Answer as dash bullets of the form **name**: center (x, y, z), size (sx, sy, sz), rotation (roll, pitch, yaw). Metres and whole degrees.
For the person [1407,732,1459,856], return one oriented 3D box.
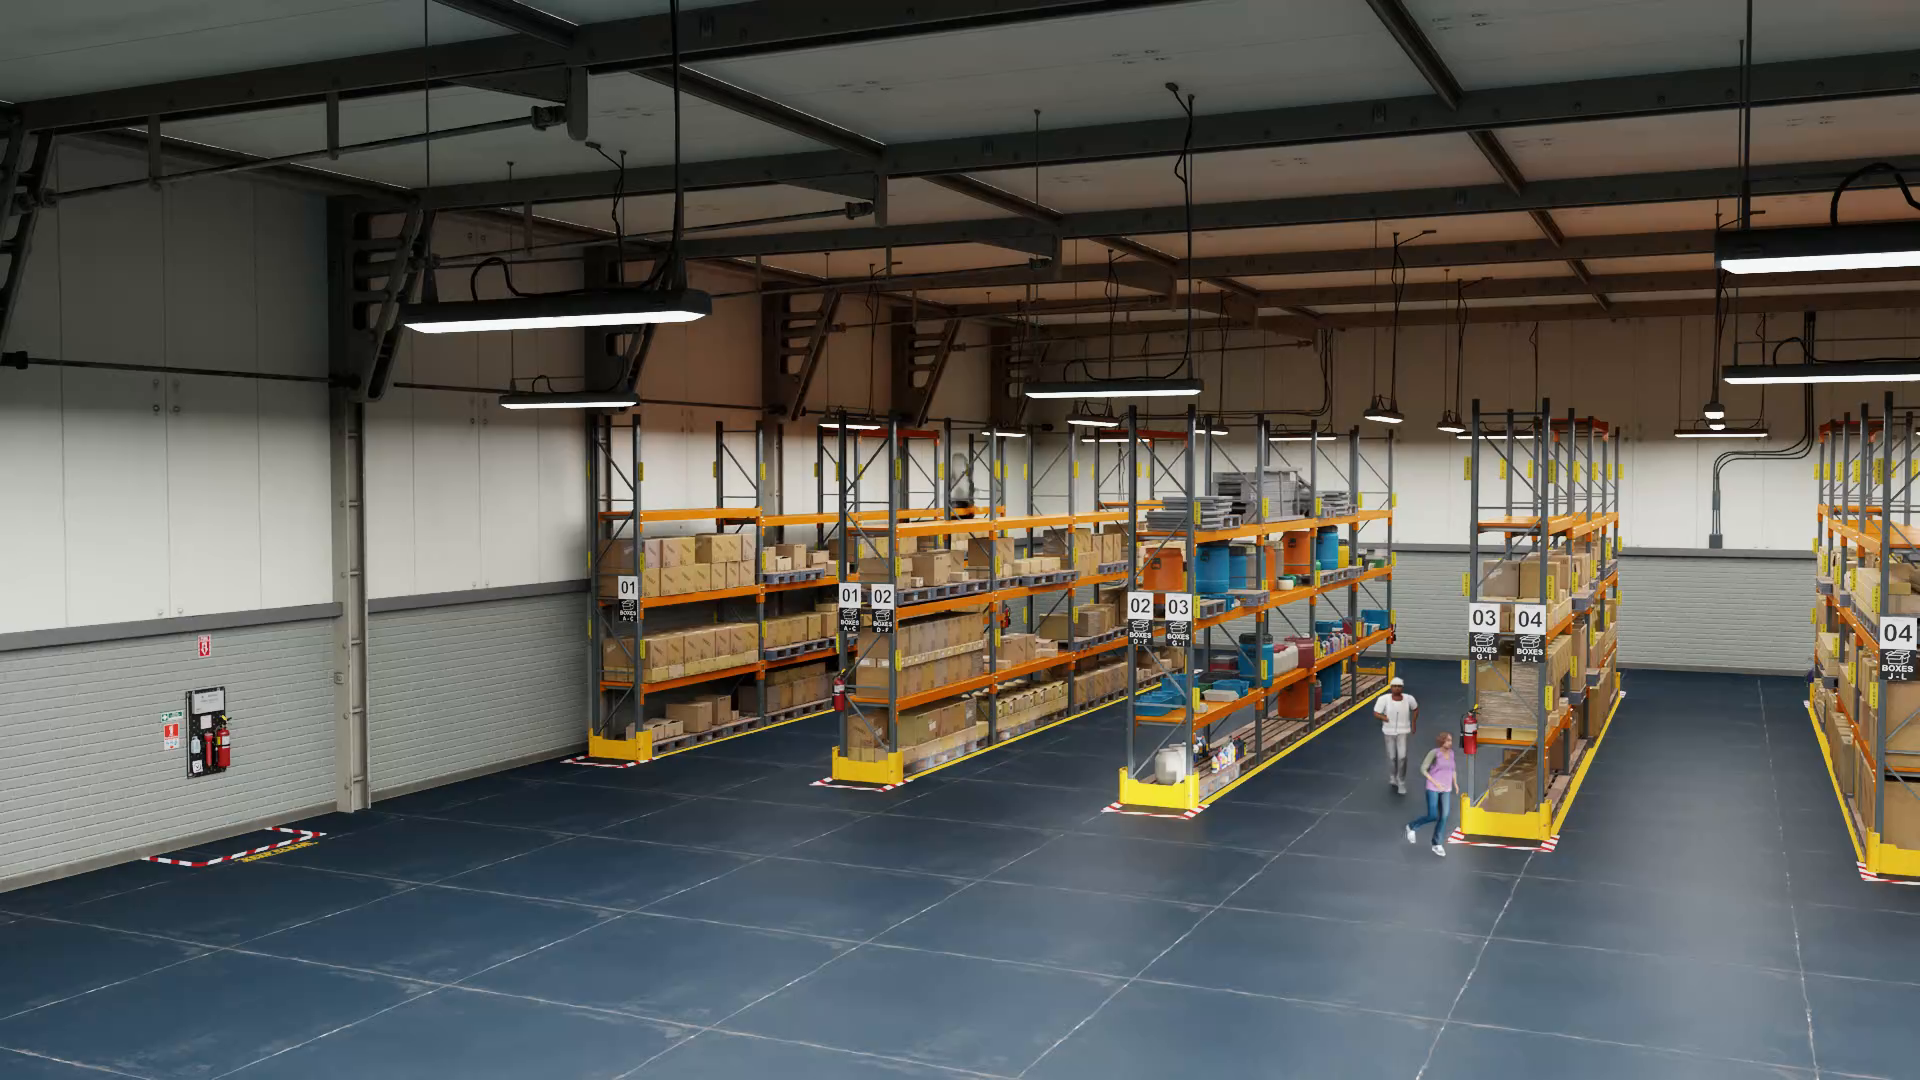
- **person**: center (6.337, 3.320, 22.018), size (0.590, 1.578, 0.693), rotation (-1, 3, -24)

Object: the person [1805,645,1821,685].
- **person**: center (18.706, 2.722, 36.162), size (0.584, 1.589, 0.671), rotation (0, 2, 8)

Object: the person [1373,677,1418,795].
- **person**: center (6.823, 3.058, 26.065), size (0.676, 1.825, 0.769), rotation (1, 2, 17)
